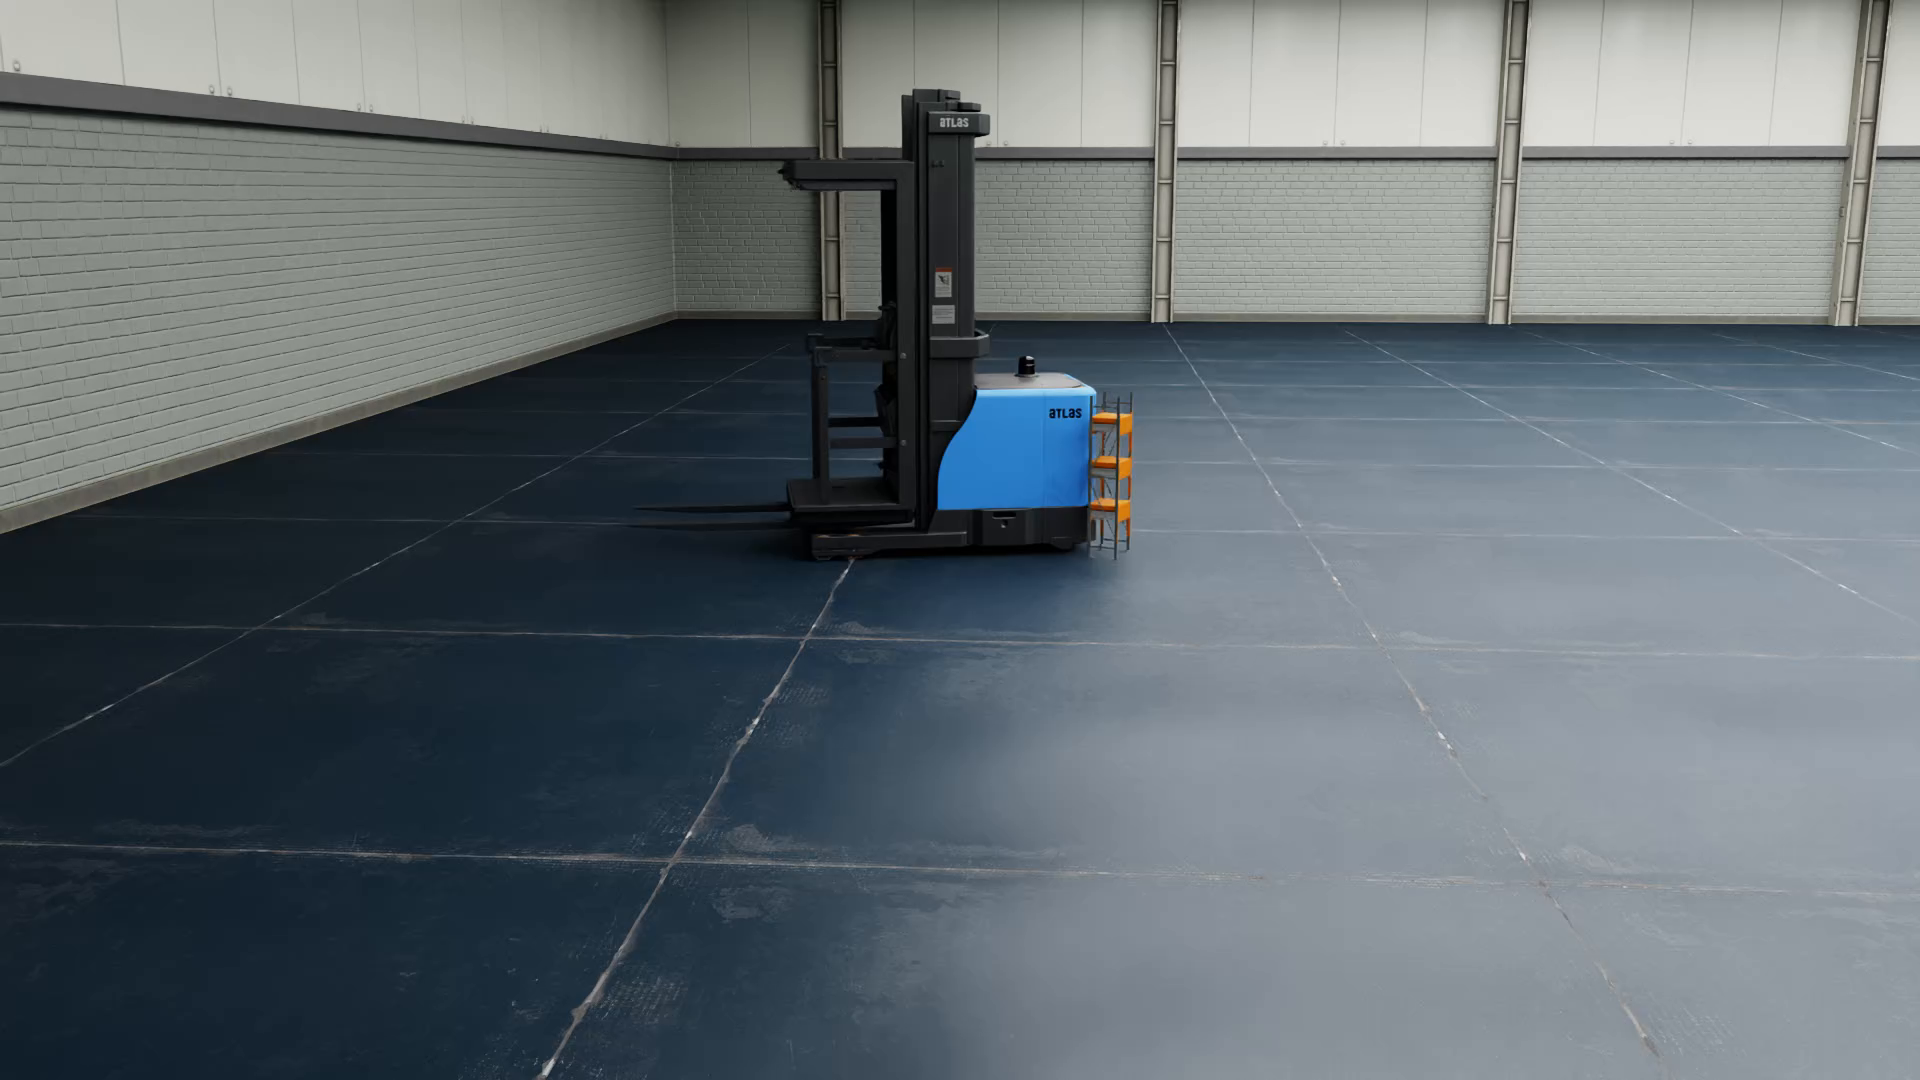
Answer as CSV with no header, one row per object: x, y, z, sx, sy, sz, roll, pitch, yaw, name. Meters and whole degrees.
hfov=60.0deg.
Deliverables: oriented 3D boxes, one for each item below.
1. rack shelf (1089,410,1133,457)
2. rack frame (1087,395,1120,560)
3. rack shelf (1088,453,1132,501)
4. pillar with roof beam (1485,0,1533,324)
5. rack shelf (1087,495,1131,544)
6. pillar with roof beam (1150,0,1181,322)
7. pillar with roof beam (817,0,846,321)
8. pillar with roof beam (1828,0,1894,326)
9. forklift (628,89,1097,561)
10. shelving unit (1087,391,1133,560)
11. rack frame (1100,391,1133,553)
0.966,-0.684,10.639,0.215,0.259,0.240,6,13,24,rack shelf
0.914,-0.394,10.587,0.200,1.050,0.008,6,13,24,rack frame
0.965,-0.407,10.697,0.215,0.259,0.240,6,13,24,rack shelf
9.365,-7.415,24.737,0.400,9.000,9.100,1,12,4,pillar with roof beam
0.965,-0.135,10.755,0.215,0.259,0.240,6,13,24,rack shelf
3.378,-7.497,25.129,0.400,9.000,9.100,1,12,4,pillar with roof beam
-2.608,-7.579,25.522,0.400,9.000,9.100,1,12,4,pillar with roof beam
15.351,-7.333,24.344,0.400,9.000,9.100,1,12,4,pillar with roof beam
-0.663,-1.416,10.879,3.031,2.935,1.130,-2,12,-8,forklift
0.965,-0.417,10.695,0.215,1.050,0.252,6,13,24,shelving unit
1.017,-0.440,10.803,0.200,1.050,0.008,6,13,24,rack frame
